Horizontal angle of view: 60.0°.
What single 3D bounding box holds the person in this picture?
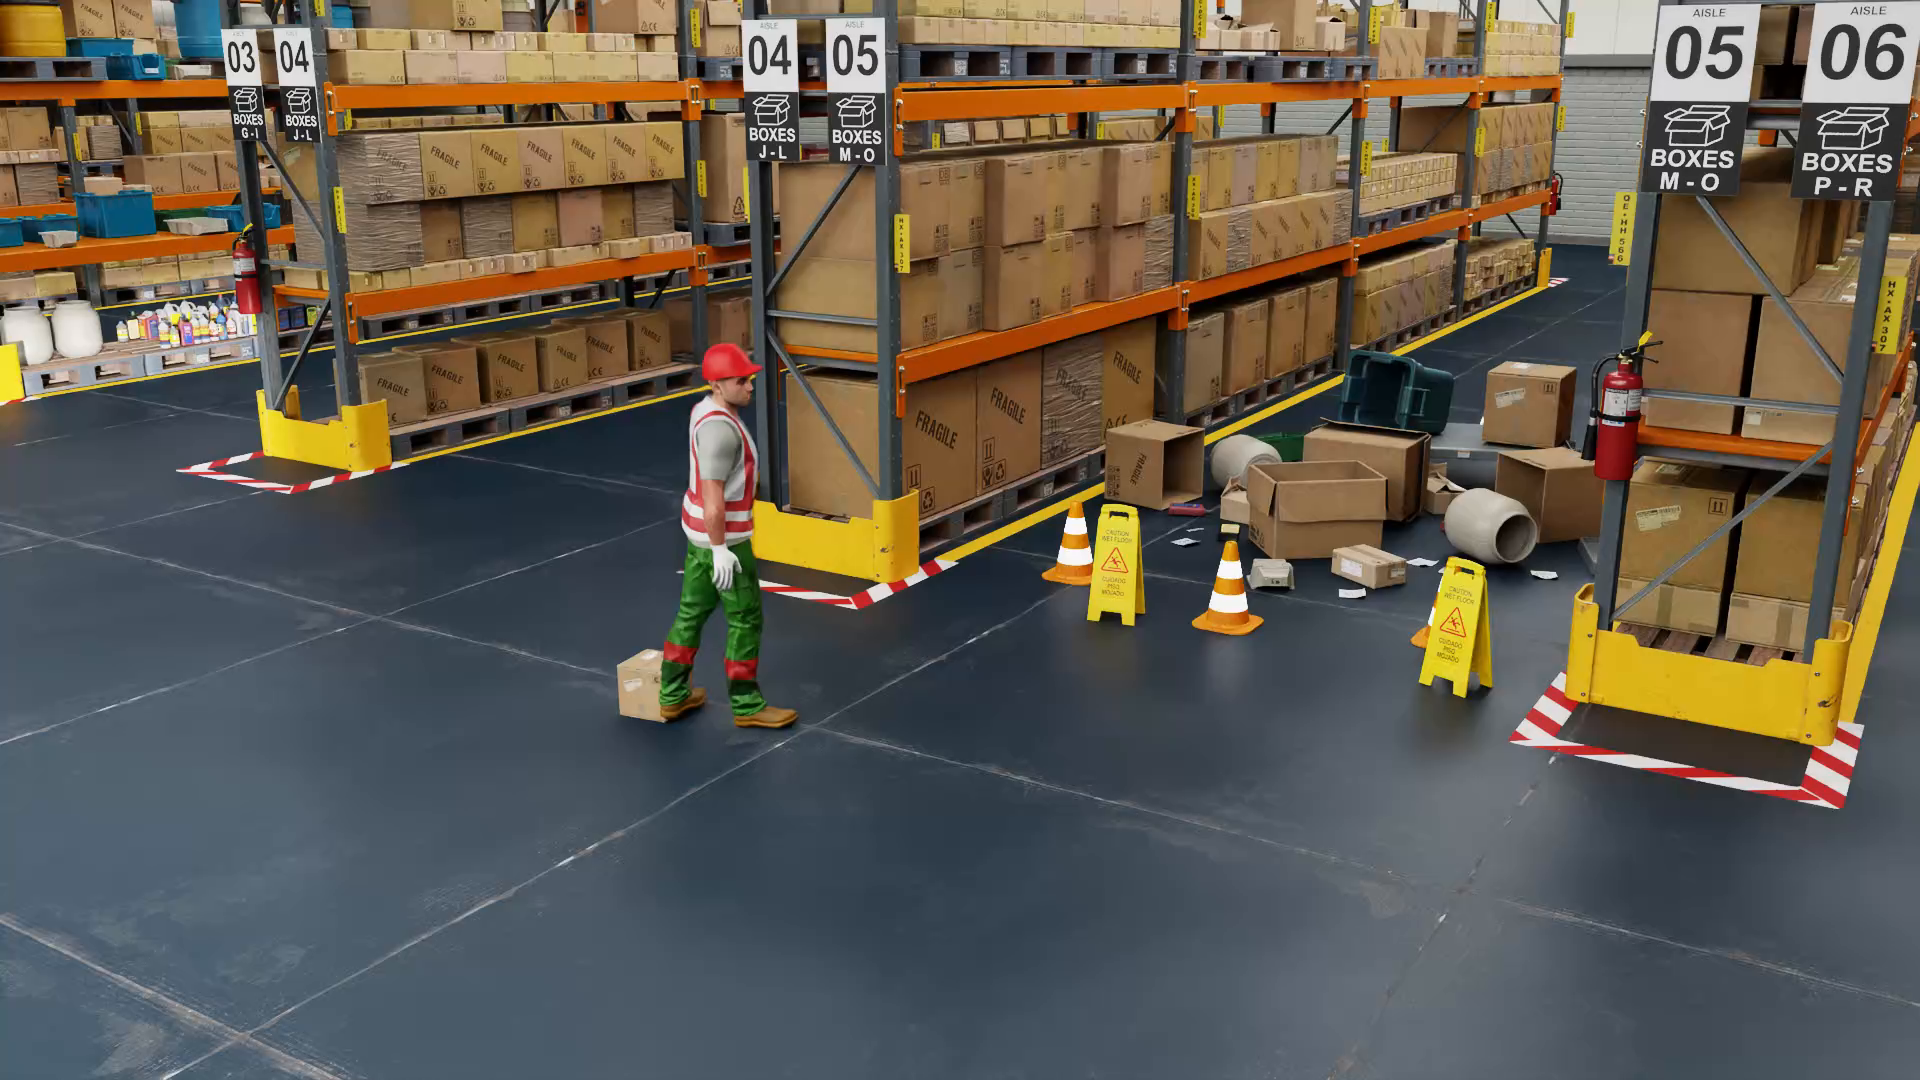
[{"bbox_3d":[-1.081,-0.006,7.520,0.618,1.788,0.570,-5,17,-16],"label":"person"}]
